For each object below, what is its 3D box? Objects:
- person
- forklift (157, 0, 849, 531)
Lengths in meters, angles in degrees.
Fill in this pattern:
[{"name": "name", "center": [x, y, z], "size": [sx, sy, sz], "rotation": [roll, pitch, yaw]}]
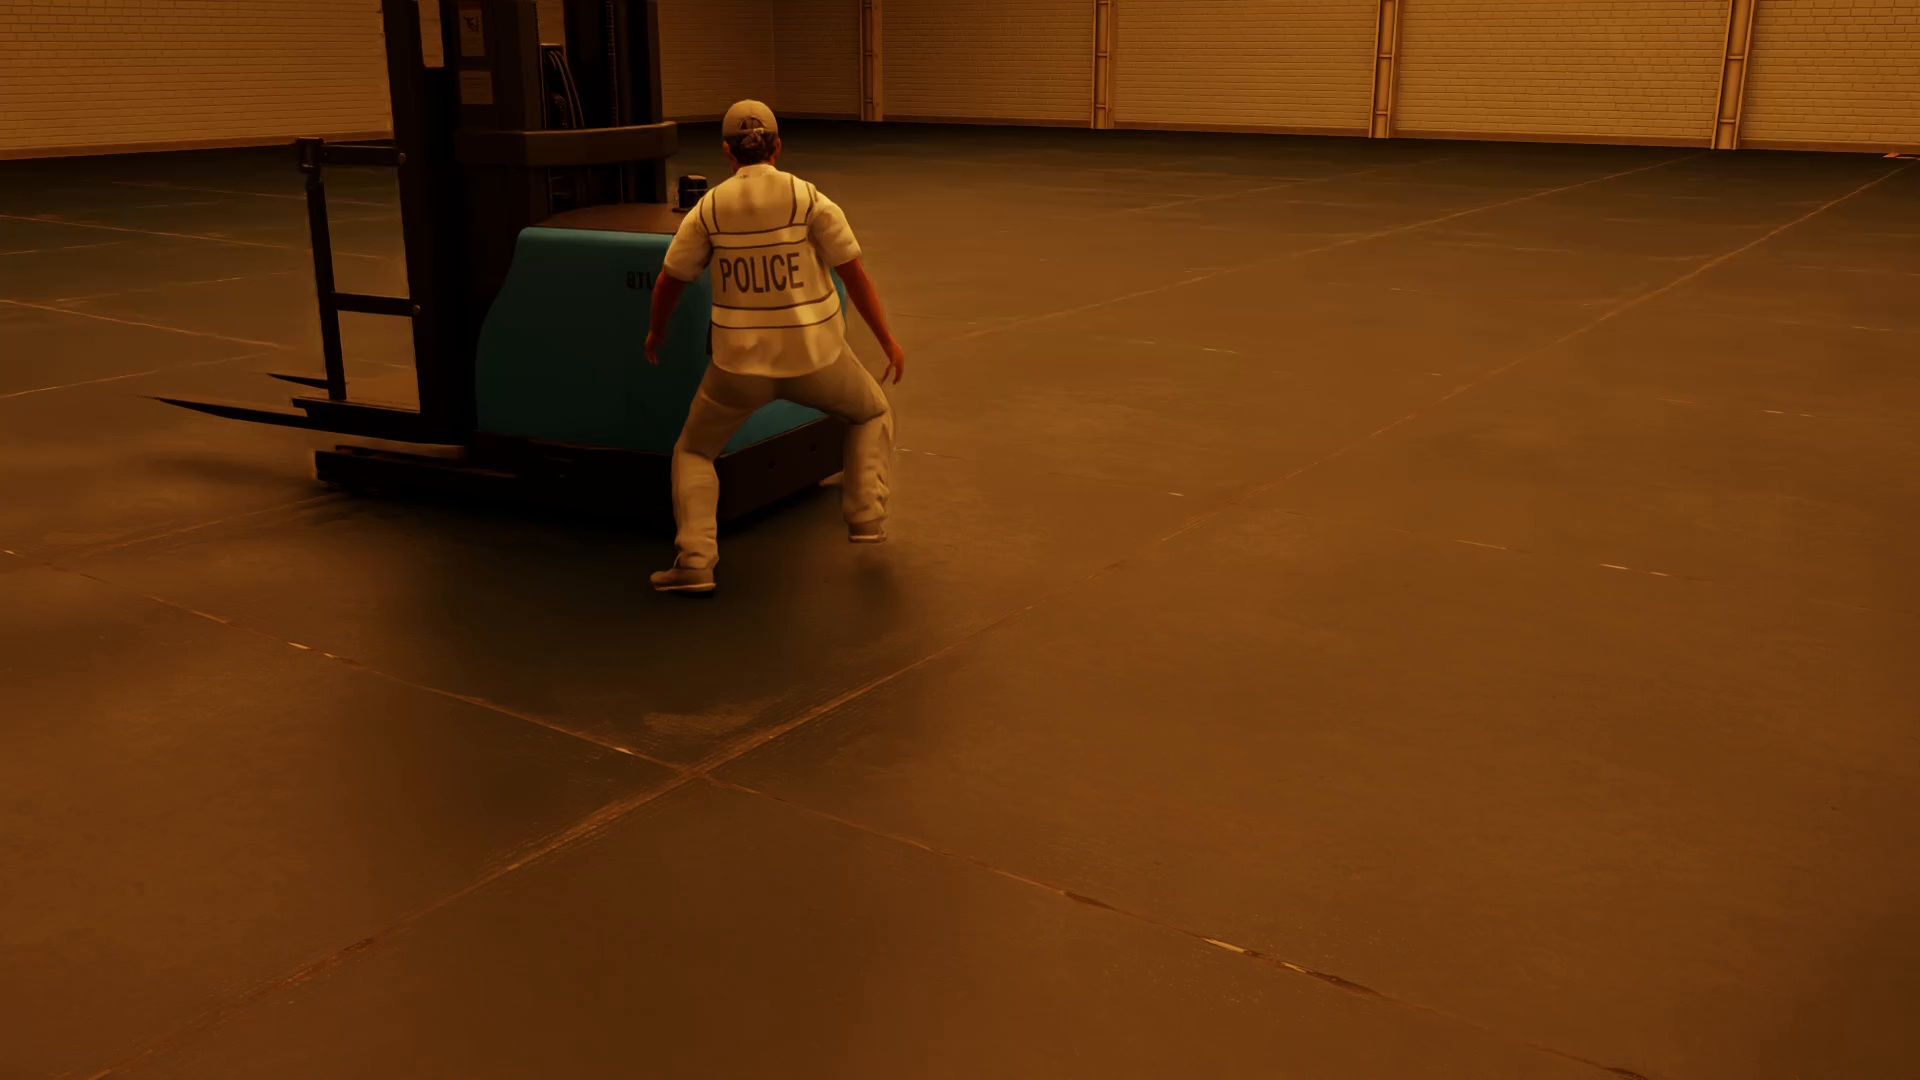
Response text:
[{"name": "person", "center": [-0.620, -0.624, 5.391], "size": [0.878, 1.559, 0.626], "rotation": [1, 17, 3]}, {"name": "forklift", "center": [-1.991, -1.706, 6.537], "size": [3.031, 2.935, 1.130], "rotation": [8, 18, 25]}]
